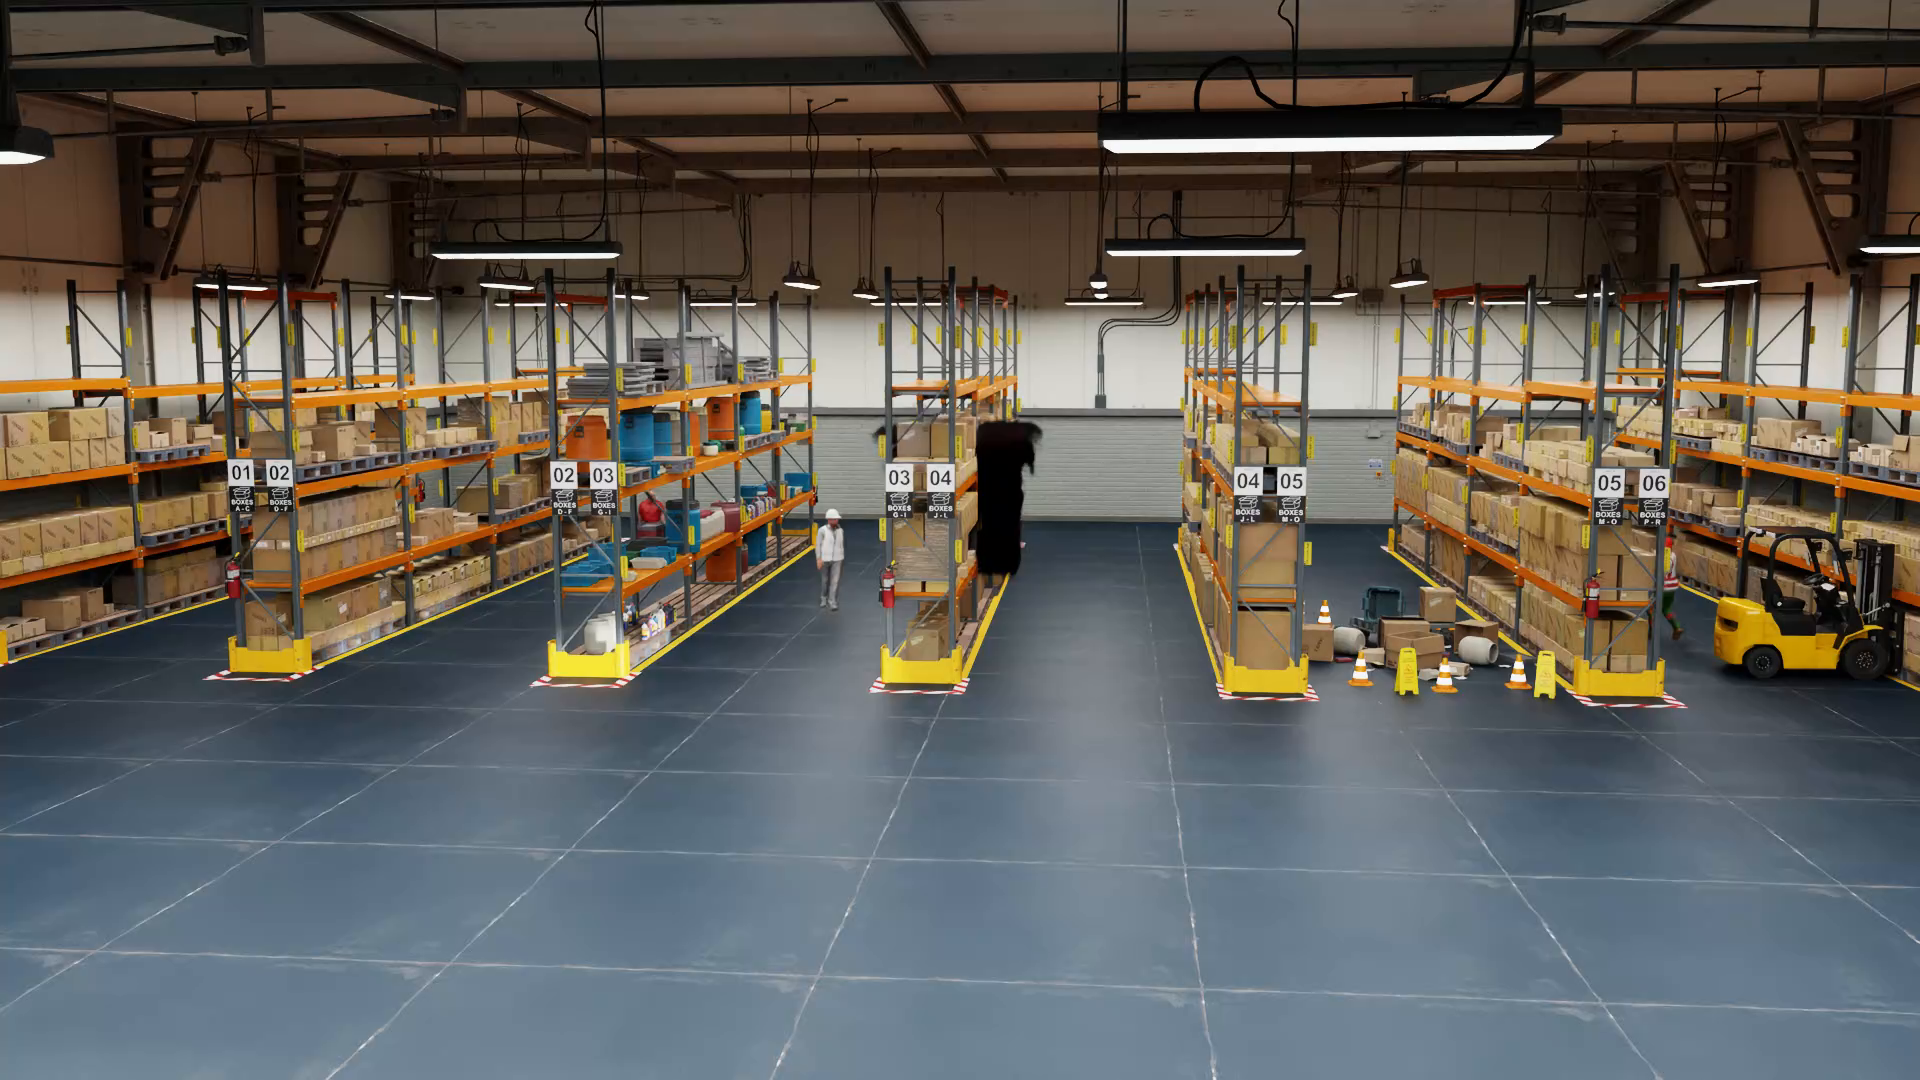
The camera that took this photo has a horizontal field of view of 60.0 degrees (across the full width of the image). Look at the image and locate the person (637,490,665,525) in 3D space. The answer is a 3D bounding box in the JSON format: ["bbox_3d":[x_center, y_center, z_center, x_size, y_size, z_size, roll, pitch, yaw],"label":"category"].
[{"bbox_3d":[-6.757,-0.264,36.416,0.674,1.673,1.048,0,7,2],"label":"person"}]

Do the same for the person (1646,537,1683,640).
[{"bbox_3d":[11.620,0.810,27.519,0.598,1.753,0.664,-4,8,-31],"label":"person"}]

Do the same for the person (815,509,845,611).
[{"bbox_3d":[-2.258,0.339,28.942,0.551,1.755,0.887,-1,7,-12],"label":"person"}]
